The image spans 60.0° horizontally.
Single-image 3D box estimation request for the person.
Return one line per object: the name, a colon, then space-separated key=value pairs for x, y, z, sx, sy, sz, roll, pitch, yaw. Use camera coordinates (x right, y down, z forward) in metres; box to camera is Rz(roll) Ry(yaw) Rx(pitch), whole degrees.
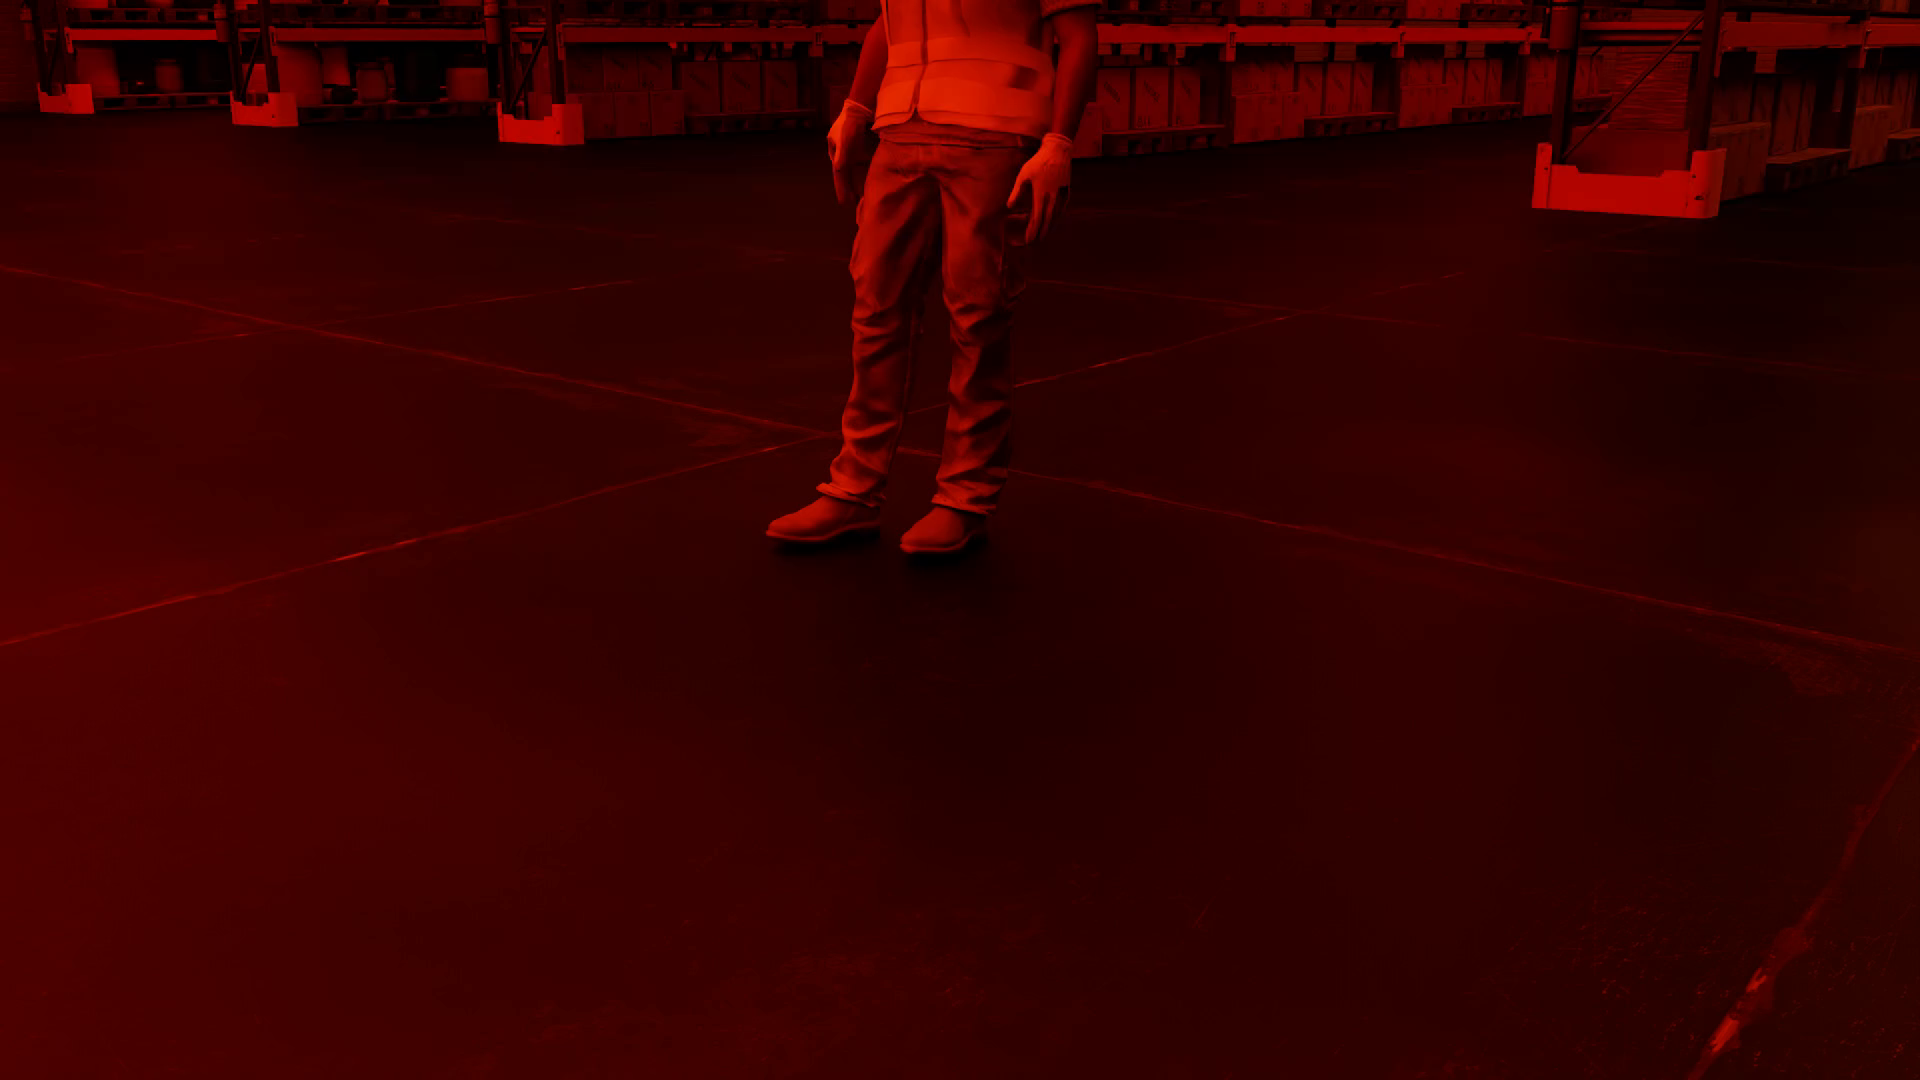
person: x=-0.053 y=-0.846 z=3.634 sx=0.656 sy=1.782 sz=0.577 roll=13 pitch=21 yaw=37
